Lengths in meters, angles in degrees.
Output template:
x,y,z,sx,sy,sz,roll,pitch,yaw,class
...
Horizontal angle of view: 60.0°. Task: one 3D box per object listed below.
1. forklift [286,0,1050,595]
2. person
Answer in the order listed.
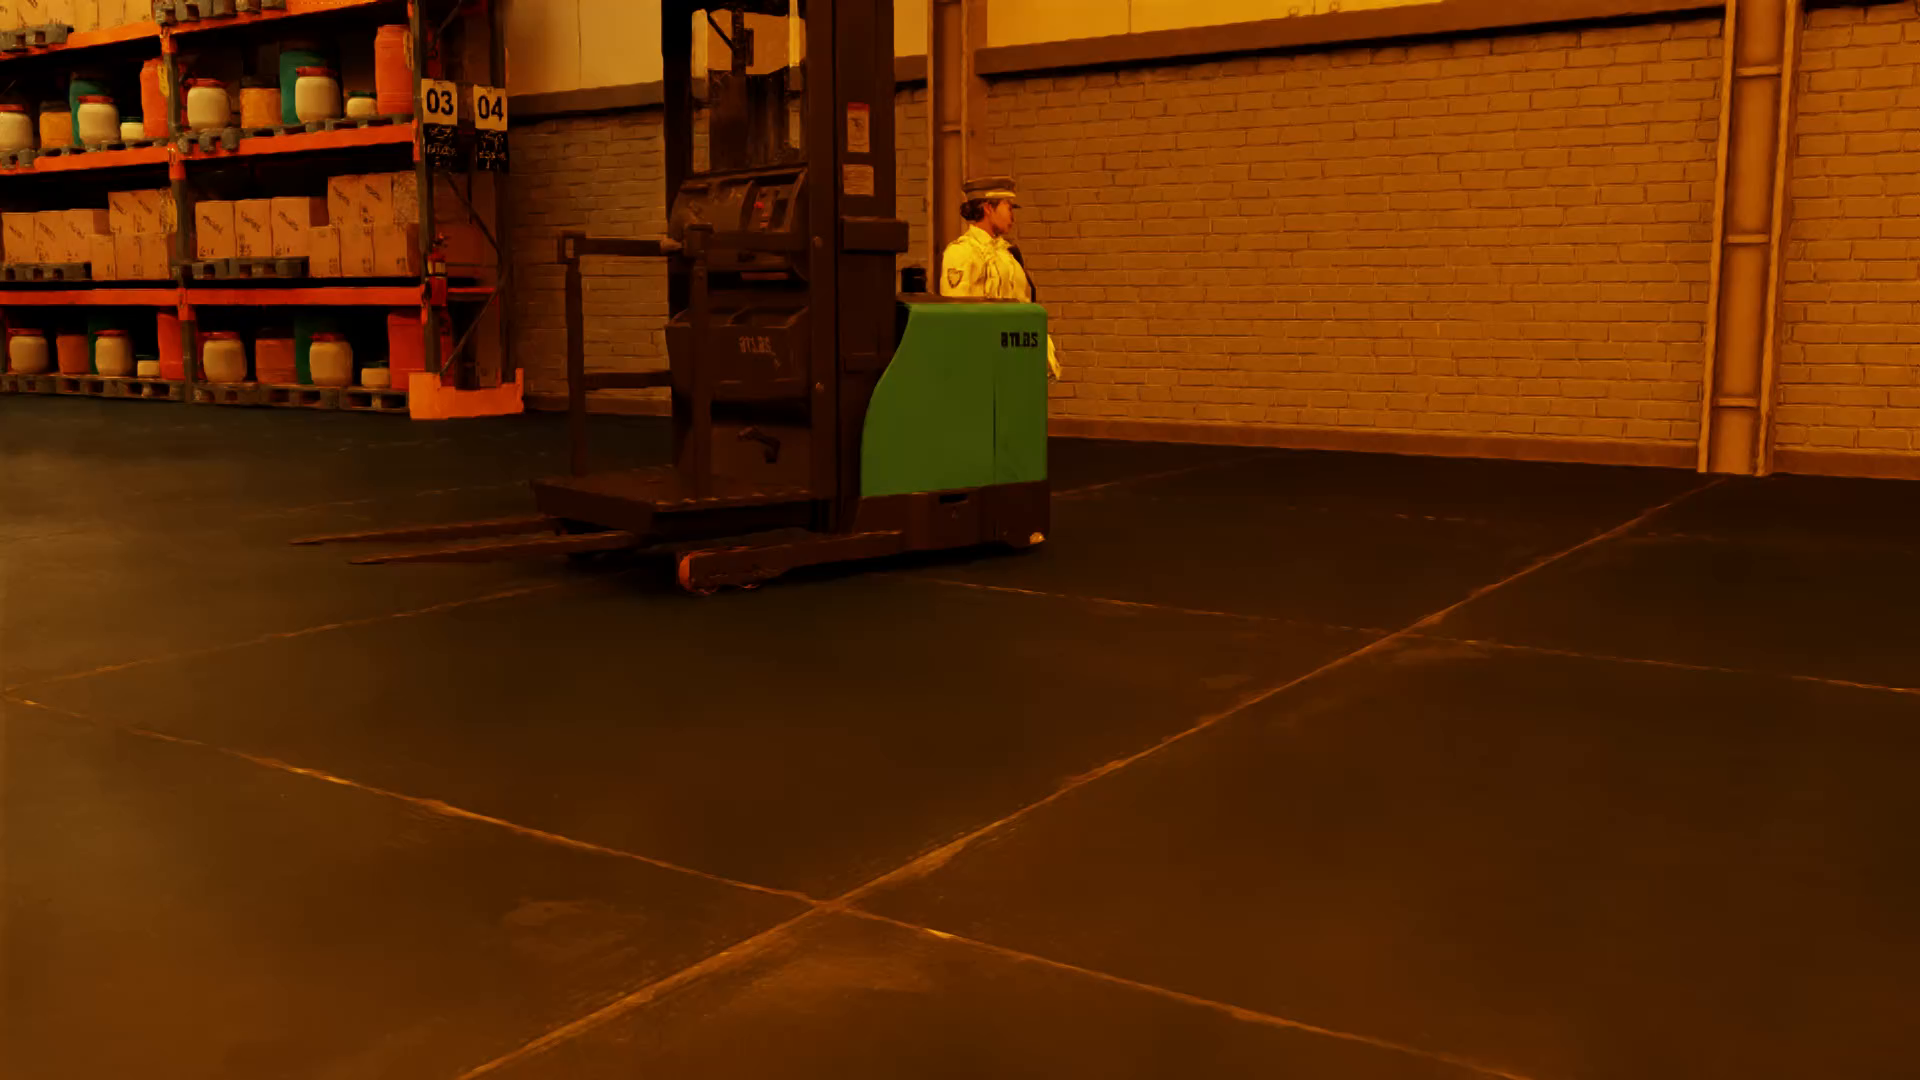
x,y,z,sx,sy,sz,roll,pitch,yaw,class
-1.062,-1.330,6.544,3.031,2.935,1.130,-7,10,-39,forklift
0.169,-0.791,7.409,0.655,1.630,0.596,5,9,31,person
